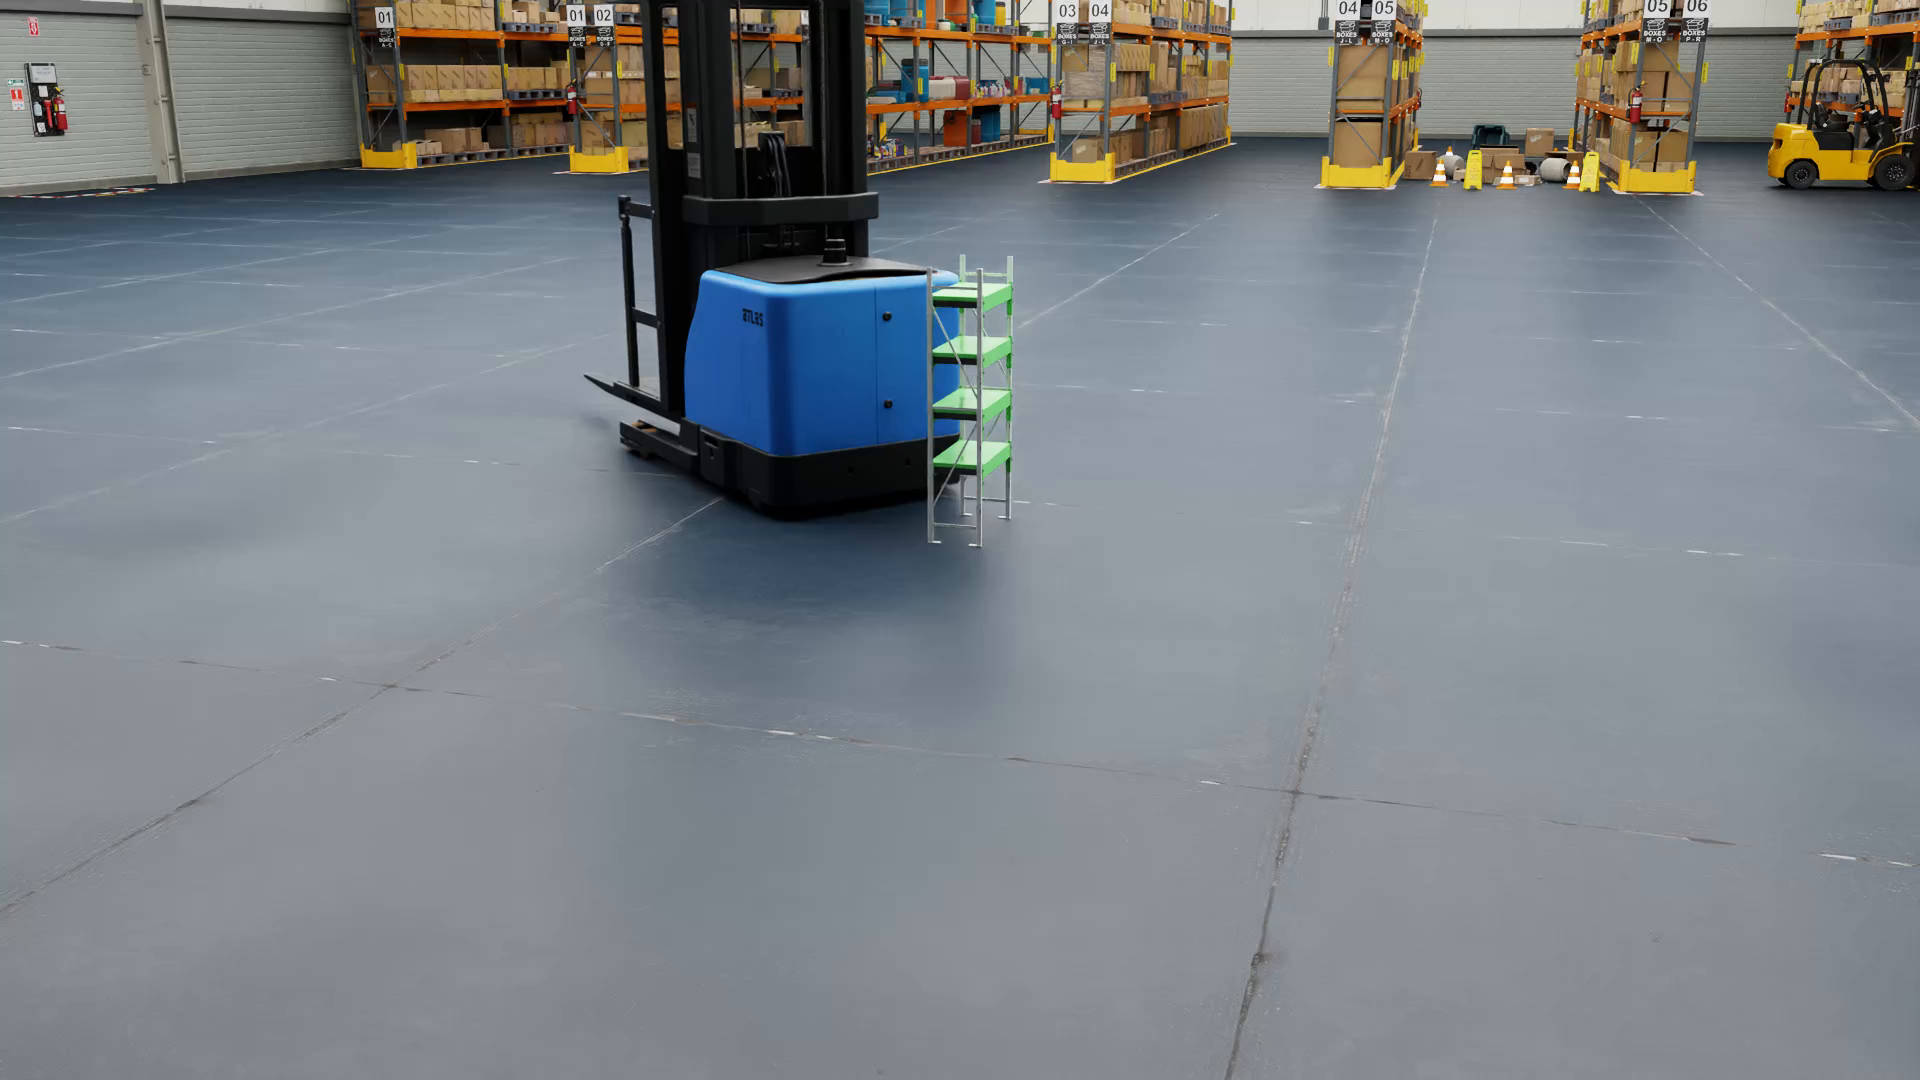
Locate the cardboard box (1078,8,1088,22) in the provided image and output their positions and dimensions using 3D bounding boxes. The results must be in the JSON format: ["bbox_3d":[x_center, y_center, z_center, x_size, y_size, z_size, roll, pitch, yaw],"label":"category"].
[{"bbox_3d":[2.141,-9.616,30.513,0.500,0.250,0.500,5,17,17],"label":"cardboard box"}]

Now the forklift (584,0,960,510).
[{"bbox_3d":[-1.186,-1.901,8.661,1.130,2.935,3.031,-10,19,-31],"label":"forklift"}]

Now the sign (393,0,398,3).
[{"bbox_3d":[-11.480,-11.073,33.774,0.100,0.325,0.005,5,16,16],"label":"sign"}]

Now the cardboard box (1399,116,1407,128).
[{"bbox_3d":[9.820,-9.436,37.537,0.500,0.250,0.500,4,16,15],"label":"cardboard box"}]

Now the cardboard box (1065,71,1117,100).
[{"bbox_3d":[2.430,-8.432,30.834,0.875,0.500,0.500,5,16,16],"label":"cardboard box"}]

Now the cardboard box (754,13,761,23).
[{"bbox_3d":[-5.051,-12.412,39.599,0.500,0.250,0.500,3,16,12],"label":"cardboard box"}]

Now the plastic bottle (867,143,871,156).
[{"bbox_3d":[-1.918,-8.203,34.946,0.097,0.271,0.097,0,16,0],"label":"plastic bottle"}]

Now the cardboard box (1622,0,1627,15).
[{"bbox_3d":[12.498,-9.798,30.608,0.500,0.250,0.500,4,16,15],"label":"cardboard box"}]

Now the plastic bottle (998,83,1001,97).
[{"bbox_3d":[0.961,-11.333,41.880,0.144,0.351,0.185,5,16,16],"label":"plastic bottle"}]

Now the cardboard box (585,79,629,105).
[{"bbox_3d":[-7.105,-9.038,33.513,0.700,0.500,0.500,5,16,16],"label":"cardboard box"}]

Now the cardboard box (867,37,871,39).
[{"bbox_3d":[-2.749,-14.141,46.465,0.500,0.250,0.500,5,16,16],"label":"cardboard box"}]

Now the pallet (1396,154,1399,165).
[{"bbox_3d":[8.951,-8.239,35.992,1.003,0.211,1.213,5,16,16],"label":"pallet"}]

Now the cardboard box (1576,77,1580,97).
[{"bbox_3d":[15.884,-11.462,42.059,0.500,0.500,0.500,4,16,15],"label":"cardboard box"}]

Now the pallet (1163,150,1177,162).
[{"bbox_3d":[4.297,-8.647,37.427,1.003,0.211,1.213,5,16,16],"label":"pallet"}]

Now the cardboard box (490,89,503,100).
[{"bbox_3d":[-10.707,-10.088,37.638,0.500,0.250,0.500,5,16,16],"label":"cardboard box"}]

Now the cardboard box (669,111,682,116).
[{"bbox_3d":[-8.007,-11.966,46.642,0.380,0.149,0.250,5,17,18],"label":"cardboard box"}]

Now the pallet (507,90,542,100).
[{"bbox_3d":[-10.507,-10.395,38.832,1.003,0.211,1.213,5,16,16],"label":"pallet"}]

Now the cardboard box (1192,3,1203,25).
[{"bbox_3d":[5.502,-12.780,40.439,0.700,0.500,0.500,5,17,17],"label":"cardboard box"}]

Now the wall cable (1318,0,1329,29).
[{"bbox_3d":[11.706,-17.931,48.162,2.277,5.999,0.120,5,16,16],"label":"wall cable"}]

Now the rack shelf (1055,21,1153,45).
[{"bbox_3d":[2.816,-9.720,31.922,1.077,0.370,4.000,5,16,16],"label":"rack shelf"}]

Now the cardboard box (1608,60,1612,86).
[{"bbox_3d":[13.237,-9.311,33.161,0.500,0.500,0.500,4,16,14],"label":"cardboard box"}]

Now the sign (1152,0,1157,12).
[{"bbox_3d":[3.906,-10.798,33.456,0.100,0.325,0.005,5,16,16],"label":"sign"}]

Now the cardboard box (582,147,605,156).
[{"bbox_3d":[-7.381,-7.911,33.993,0.500,0.250,0.500,5,16,16],"label":"cardboard box"}]

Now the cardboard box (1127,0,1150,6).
[{"bbox_3d":[3.501,-10.883,33.061,0.500,0.500,0.500,4,16,14],"label":"cardboard box"}]

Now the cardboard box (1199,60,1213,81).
[{"bbox_3d":[6.039,-11.776,41.706,0.500,0.500,0.500,5,16,16],"label":"cardboard box"}]

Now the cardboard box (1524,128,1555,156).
[{"bbox_3d":[11.170,-7.669,32.065,0.500,0.500,0.500,5,16,16],"label":"cardboard box"}]

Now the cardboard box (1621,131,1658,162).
[{"bbox_3d":[11.726,-6.801,28.704,0.500,0.500,0.500,5,17,16],"label":"cardboard box"}]

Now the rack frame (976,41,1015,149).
[{"bbox_3d":[0.909,-11.623,42.811,1.000,3.000,0.127,5,16,16],"label":"rack frame"}]

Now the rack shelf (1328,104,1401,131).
[{"bbox_3d":[7.542,-7.866,30.882,1.077,0.370,4.000,5,16,16],"label":"rack shelf"}]

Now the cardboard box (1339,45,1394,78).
[{"bbox_3d":[7.117,-8.374,29.103,0.875,0.550,0.550,5,16,16],"label":"cardboard box"}]

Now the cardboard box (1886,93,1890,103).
[{"bbox_3d":[17.846,-8.333,31.486,0.500,0.250,0.500,5,17,16],"label":"cardboard box"}]

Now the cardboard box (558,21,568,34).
[{"bbox_3d":[-9.672,-12.545,40.692,0.500,0.311,0.500,5,16,16],"label":"cardboard box"}]

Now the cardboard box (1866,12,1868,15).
[{"bbox_3d":[18.844,-10.847,34.123,0.380,0.149,0.250,5,17,17],"label":"cardboard box"}]

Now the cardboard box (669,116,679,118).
[{"bbox_3d":[-8.279,-11.578,46.465,0.700,0.500,0.500,5,17,17],"label":"cardboard box"}]

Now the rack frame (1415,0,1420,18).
[{"bbox_3d":[10.384,-13.714,39.189,1.000,3.000,0.127,5,16,16],"label":"rack frame"}]

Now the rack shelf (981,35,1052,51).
[{"bbox_3d":[1.477,-13.243,44.344,1.077,0.370,4.000,5,16,16],"label":"rack shelf"}]

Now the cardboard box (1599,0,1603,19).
[{"bbox_3d":[14.245,-11.601,36.282,0.500,0.500,0.500,5,17,16],"label":"cardboard box"}]

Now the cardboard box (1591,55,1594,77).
[{"bbox_3d":[14.640,-10.772,37.793,0.500,0.500,0.500,5,16,16],"label":"cardboard box"}]

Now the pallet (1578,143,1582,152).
[{"bbox_3d":[15.795,-9.642,40.937,1.003,0.211,1.213,5,16,16],"label":"pallet"}]

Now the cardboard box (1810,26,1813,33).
[{"bbox_3d":[20.213,-11.996,39.090,0.380,0.149,0.250,5,16,16],"label":"cardboard box"}]

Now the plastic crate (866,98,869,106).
[{"bbox_3d":[-1.939,-8.566,32.516,0.298,0.136,0.250,5,16,16],"label":"plastic crate"}]

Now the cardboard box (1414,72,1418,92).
[{"bbox_3d":[11.078,-11.388,41.254,0.500,0.500,0.500,4,16,15],"label":"cardboard box"}]

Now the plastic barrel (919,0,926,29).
[{"bbox_3d":[-1.057,-11.706,36.689,0.600,0.901,0.708,5,16,16],"label":"plastic barrel"}]

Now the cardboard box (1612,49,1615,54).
[{"bbox_3d":[15.587,-11.513,39.217,0.380,0.149,0.250,4,16,15],"label":"cardboard box"}]

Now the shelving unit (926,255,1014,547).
[{"bbox_3d":[0.047,-0.621,7.318,0.258,1.200,0.503,5,16,16],"label":"shelving unit"}]

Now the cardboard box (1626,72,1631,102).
[{"bbox_3d":[11.785,-7.816,28.661,0.500,0.500,0.500,5,16,16],"label":"cardboard box"}]

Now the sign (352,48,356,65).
[{"bbox_3d":[-12.527,-10.009,34.420,0.100,0.325,0.005,5,16,16],"label":"sign"}]

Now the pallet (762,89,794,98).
[{"bbox_3d":[-4.851,-11.052,41.149,1.213,0.211,1.003,5,16,16],"label":"pallet"}]
